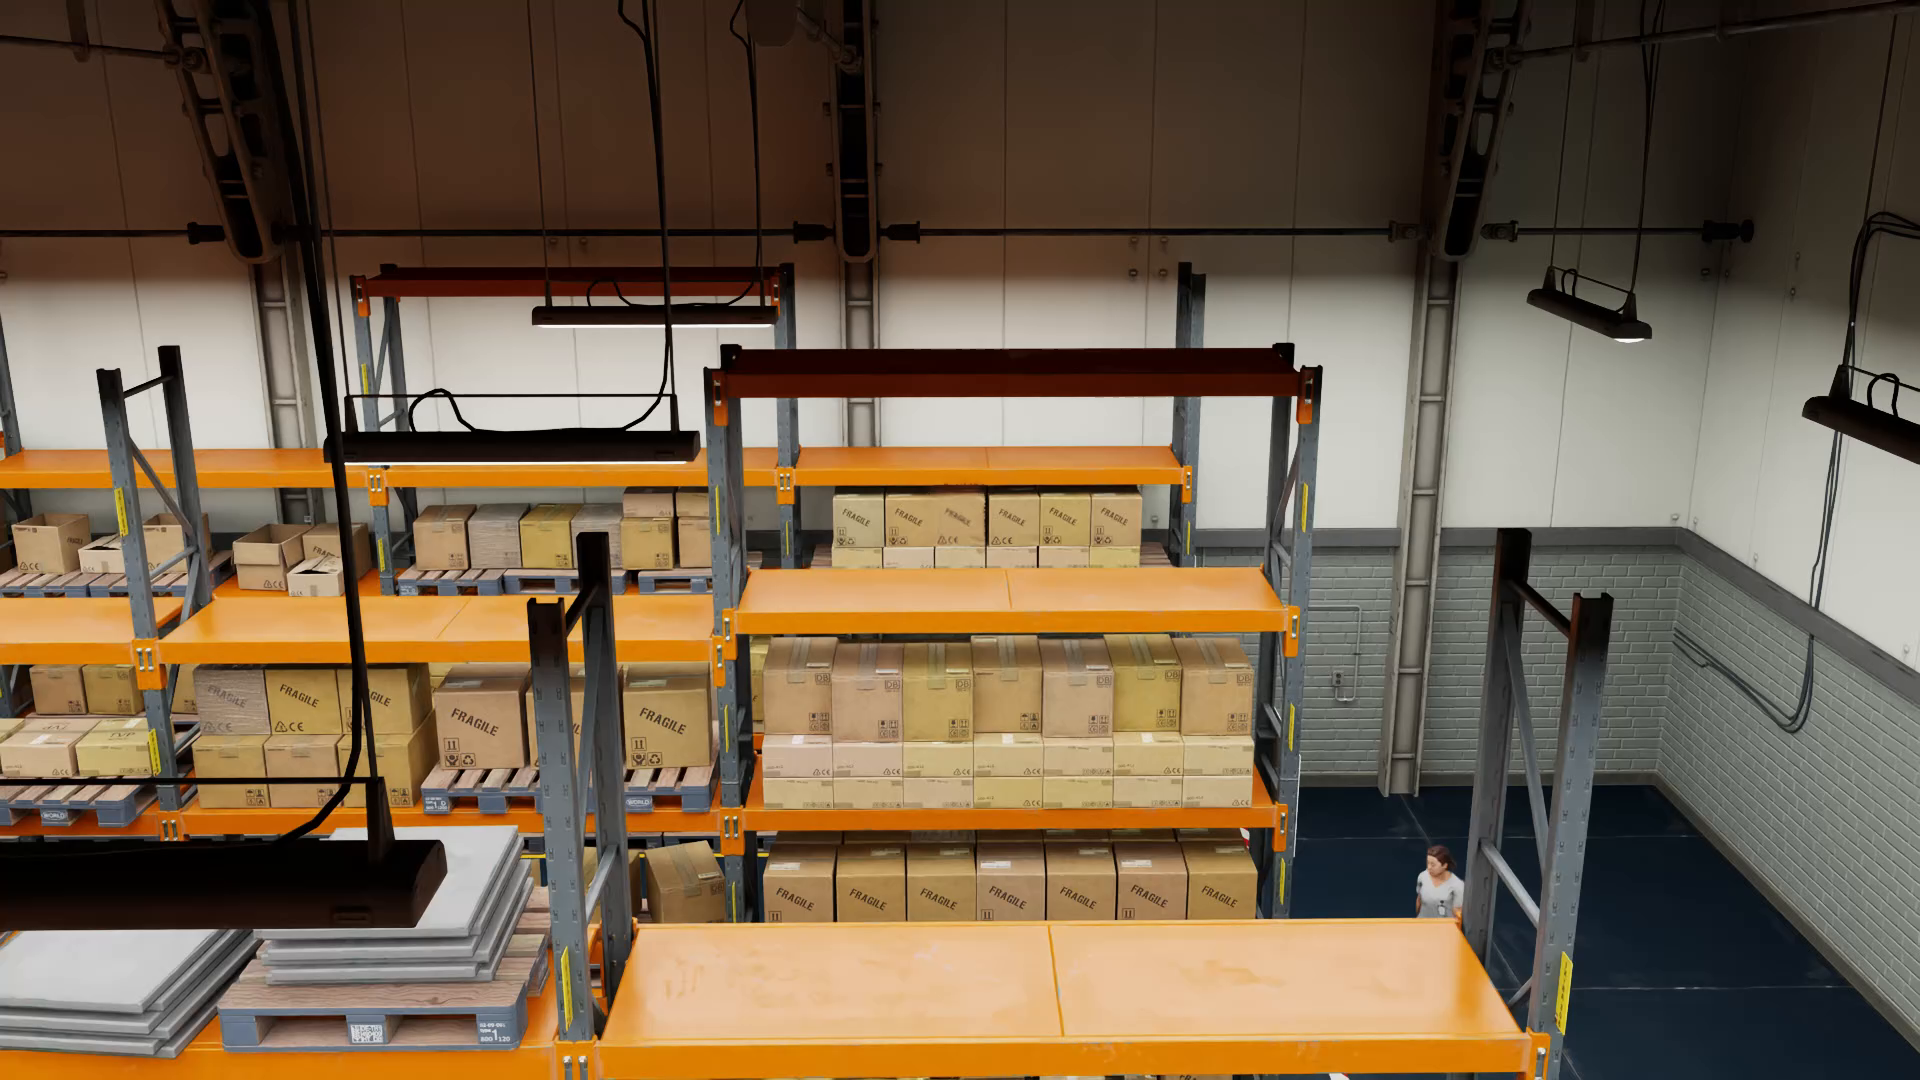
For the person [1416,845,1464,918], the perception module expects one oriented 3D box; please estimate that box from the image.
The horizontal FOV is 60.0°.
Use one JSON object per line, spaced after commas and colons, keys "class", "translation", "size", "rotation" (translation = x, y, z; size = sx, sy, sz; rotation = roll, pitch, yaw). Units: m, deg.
{"class": "person", "translation": [4.079, 3.348, 14.269], "size": [0.437, 1.557, 1.063], "rotation": [10, 19, 31]}
